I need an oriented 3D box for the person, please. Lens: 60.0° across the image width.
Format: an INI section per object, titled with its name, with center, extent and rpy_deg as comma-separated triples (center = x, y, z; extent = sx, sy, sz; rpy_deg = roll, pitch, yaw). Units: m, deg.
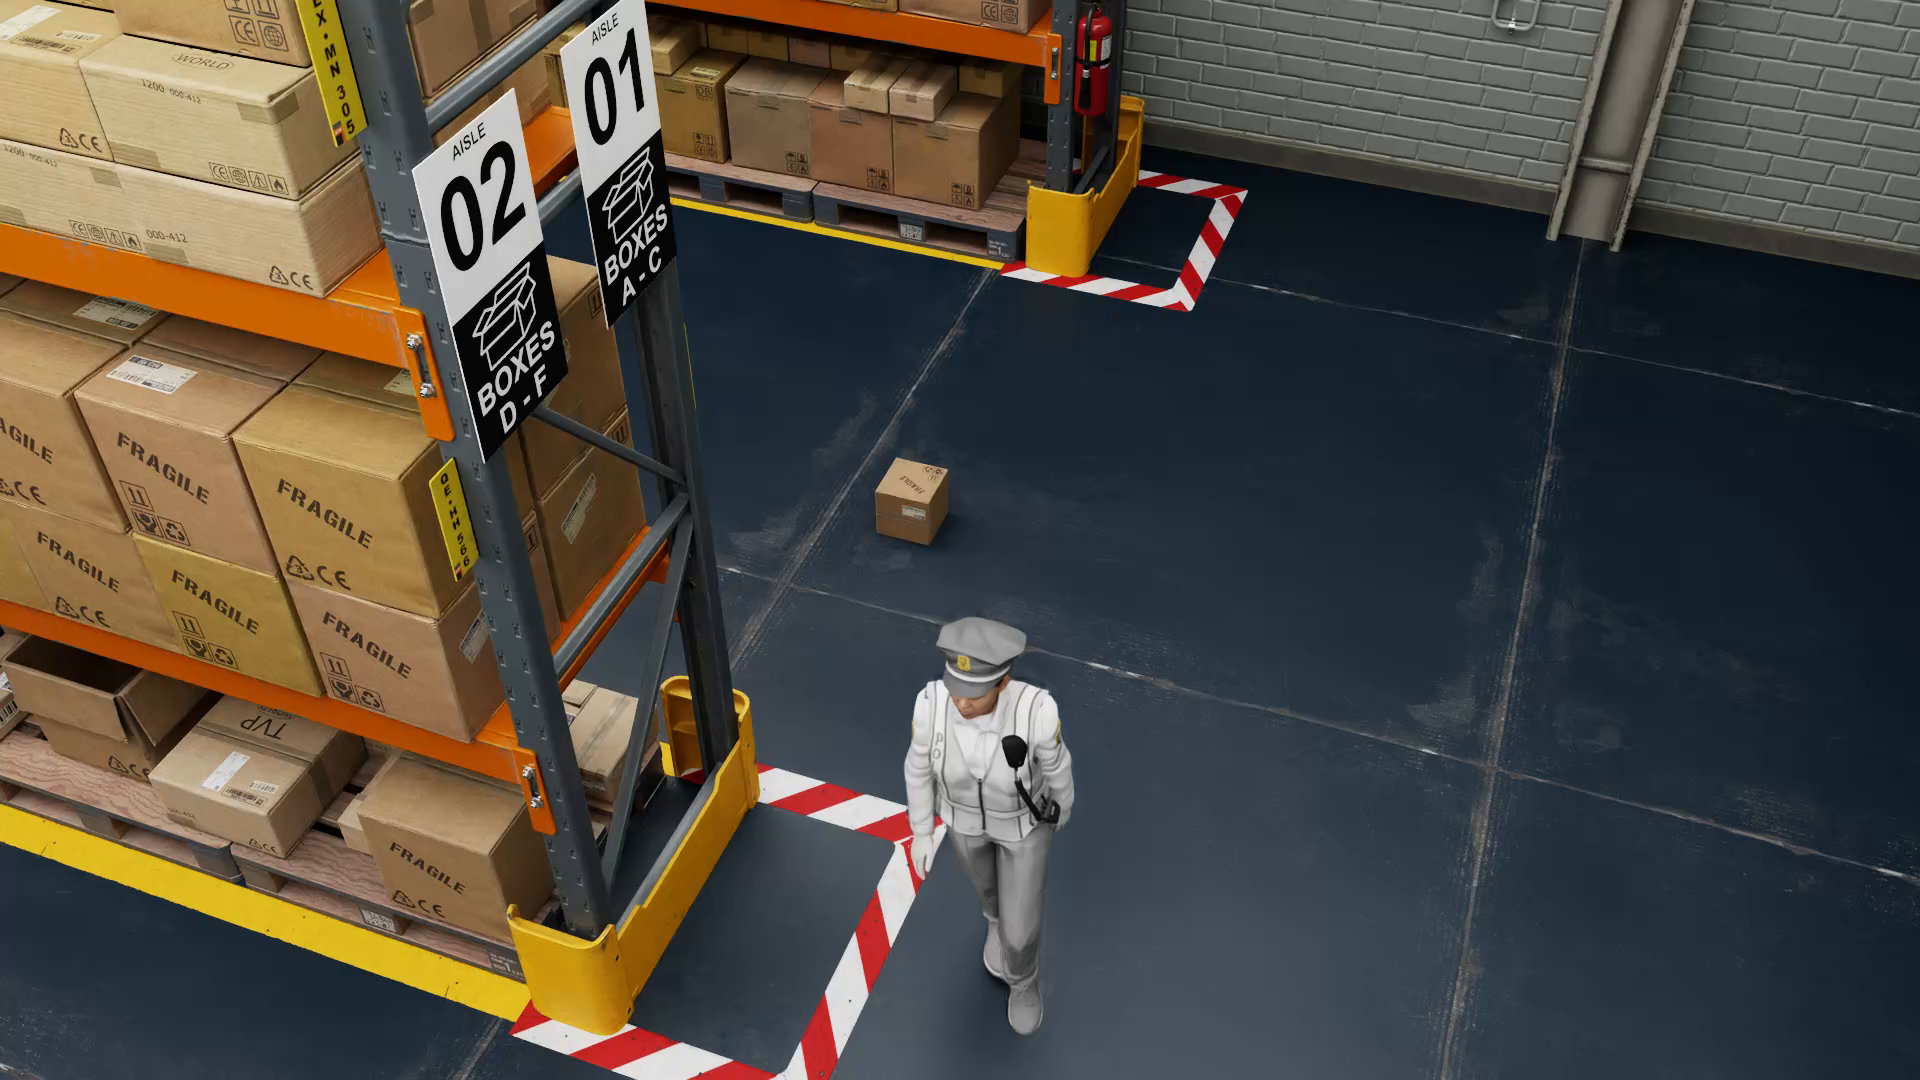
[person]
center = 0.086, 0.868, 5.179
extent = 0.508, 1.728, 0.491
rpy_deg = 10, 43, 11
